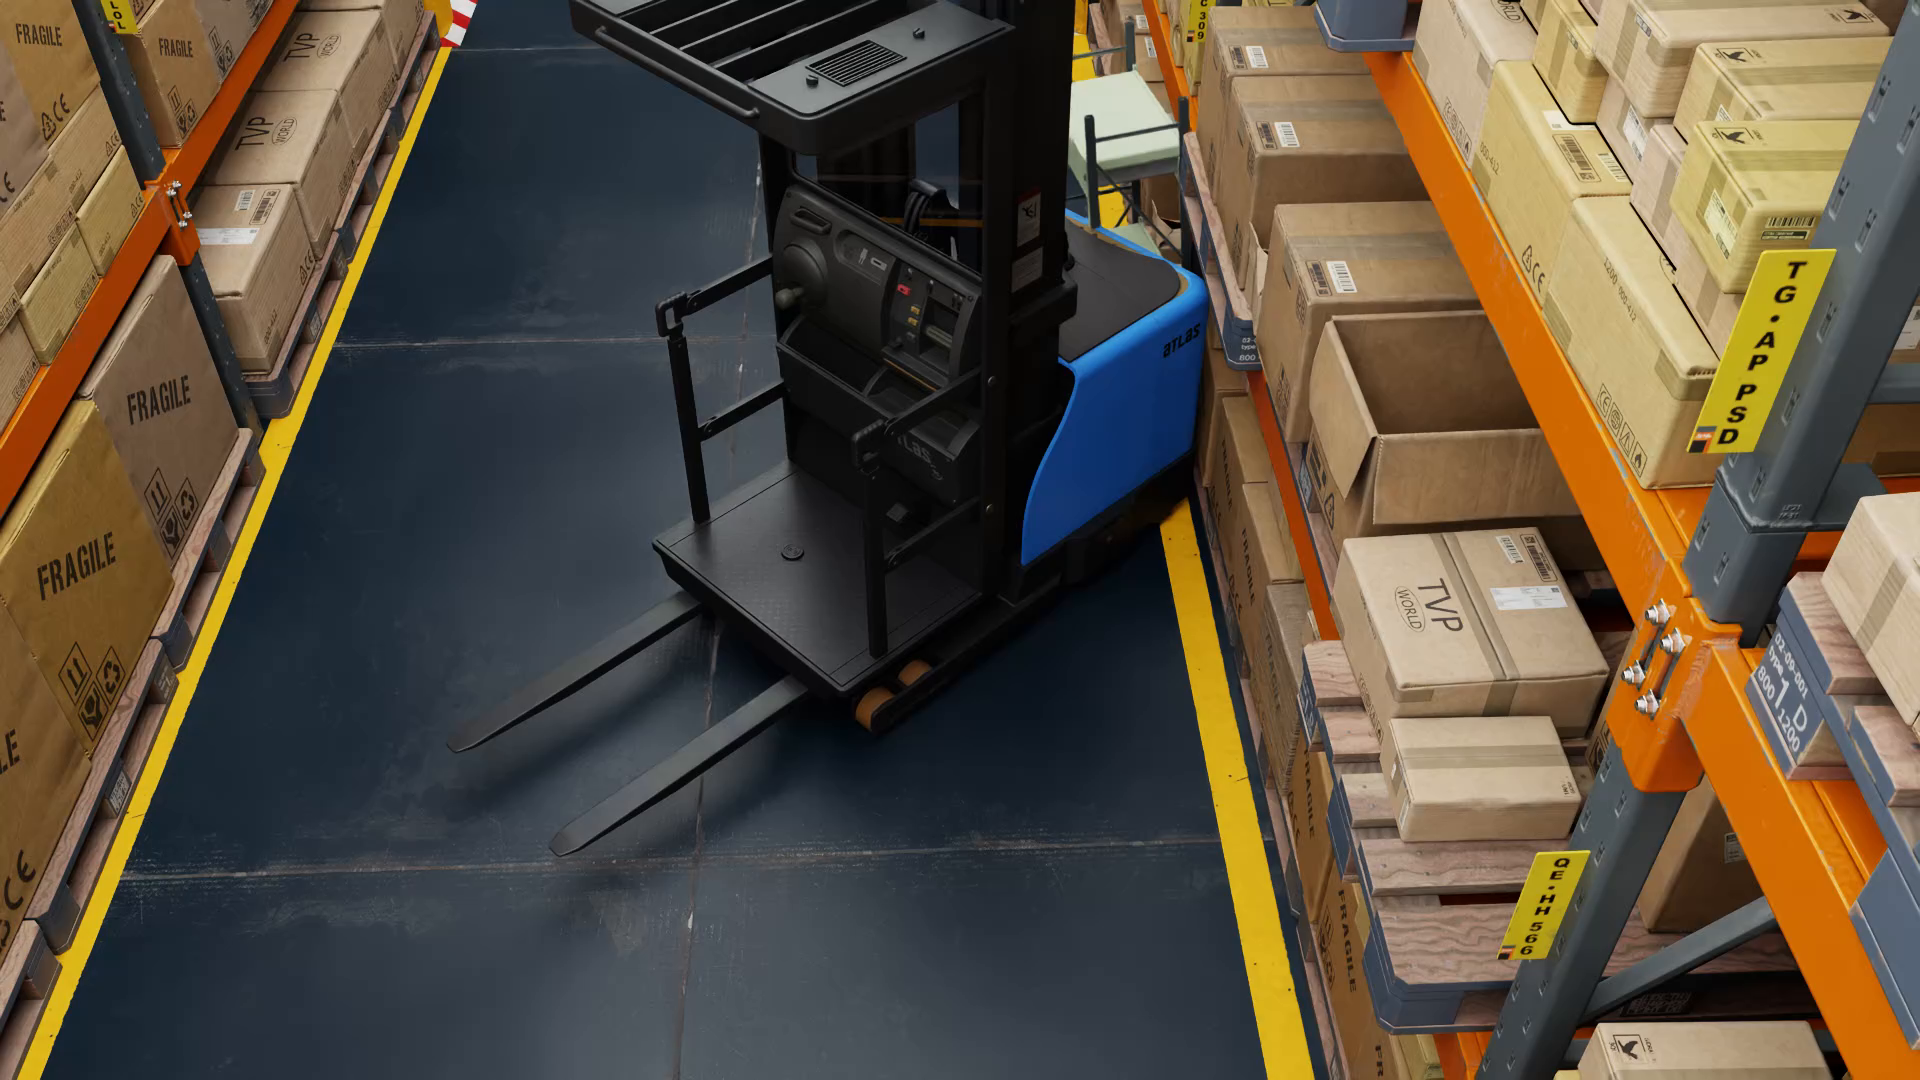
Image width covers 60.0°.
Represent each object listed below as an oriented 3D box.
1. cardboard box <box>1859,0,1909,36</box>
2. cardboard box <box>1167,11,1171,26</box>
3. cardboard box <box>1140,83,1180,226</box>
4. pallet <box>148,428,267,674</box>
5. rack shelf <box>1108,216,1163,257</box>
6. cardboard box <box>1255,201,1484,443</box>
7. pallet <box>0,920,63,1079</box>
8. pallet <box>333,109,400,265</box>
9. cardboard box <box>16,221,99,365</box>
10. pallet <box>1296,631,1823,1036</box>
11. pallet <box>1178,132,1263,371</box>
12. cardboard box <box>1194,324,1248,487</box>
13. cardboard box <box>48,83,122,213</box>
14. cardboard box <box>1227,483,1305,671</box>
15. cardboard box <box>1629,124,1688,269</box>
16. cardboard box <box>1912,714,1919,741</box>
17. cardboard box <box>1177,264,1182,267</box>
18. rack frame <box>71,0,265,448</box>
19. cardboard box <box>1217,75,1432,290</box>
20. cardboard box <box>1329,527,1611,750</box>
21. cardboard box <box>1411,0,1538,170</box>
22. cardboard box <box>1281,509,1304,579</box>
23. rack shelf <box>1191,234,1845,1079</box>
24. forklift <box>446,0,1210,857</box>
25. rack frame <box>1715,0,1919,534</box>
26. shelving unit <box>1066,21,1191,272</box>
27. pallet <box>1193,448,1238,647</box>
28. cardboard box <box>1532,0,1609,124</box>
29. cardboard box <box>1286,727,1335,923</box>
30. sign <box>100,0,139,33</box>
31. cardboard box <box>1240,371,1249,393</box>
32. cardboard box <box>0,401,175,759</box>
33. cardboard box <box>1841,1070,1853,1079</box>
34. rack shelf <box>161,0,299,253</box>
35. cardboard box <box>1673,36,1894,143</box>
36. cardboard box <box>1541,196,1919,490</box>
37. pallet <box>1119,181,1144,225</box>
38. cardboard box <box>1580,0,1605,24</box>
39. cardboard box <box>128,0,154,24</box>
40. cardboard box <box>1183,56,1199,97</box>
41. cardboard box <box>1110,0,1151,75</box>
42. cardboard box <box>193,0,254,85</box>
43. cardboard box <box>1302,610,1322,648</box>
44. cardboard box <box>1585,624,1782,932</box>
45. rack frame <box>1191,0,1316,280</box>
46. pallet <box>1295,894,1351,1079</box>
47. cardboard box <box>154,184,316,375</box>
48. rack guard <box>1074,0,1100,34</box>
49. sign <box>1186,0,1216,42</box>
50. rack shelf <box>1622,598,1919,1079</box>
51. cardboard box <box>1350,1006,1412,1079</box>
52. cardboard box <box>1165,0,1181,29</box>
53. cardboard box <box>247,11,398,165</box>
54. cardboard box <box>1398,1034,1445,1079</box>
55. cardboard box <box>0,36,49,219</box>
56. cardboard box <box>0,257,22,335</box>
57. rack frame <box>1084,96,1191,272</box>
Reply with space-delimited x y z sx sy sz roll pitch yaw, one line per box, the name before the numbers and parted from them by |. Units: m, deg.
cardboard box | 1.805 -1.042 3.043 0.380 0.149 0.250 0 43 0
cardboard box | 1.109 -2.304 7.229 0.380 0.149 0.250 -1 43 -1
cardboard box | 1.230 -1.900 8.142 0.700 0.500 0.500 -3 43 -3
pallet | -3.424 0.031 6.560 1.003 0.211 1.213 -2 43 -2
rack shelf | 0.697 -1.033 7.188 0.431 0.370 0.720 -12 41 -5
cardboard box | 1.280 -0.640 4.843 0.700 0.500 0.500 -2 43 -2
pallet | -3.320 1.678 4.763 1.003 0.211 1.213 -2 43 -2
pallet | -3.541 -1.829 8.589 1.003 0.211 1.213 -2 43 -2
cardboard box | -3.240 -0.821 5.536 0.500 0.250 0.500 -2 43 -2
pallet | 1.498 0.655 3.957 1.213 0.211 1.003 -2 43 -2
pallet | 1.352 -1.047 5.815 1.003 0.211 1.213 -2 43 -2
cardboard box | 1.223 -0.561 6.681 0.500 0.500 0.500 0 43 0
cardboard box | -3.270 -1.354 5.748 0.500 0.250 0.500 -2 43 -2
cardboard box | 1.272 0.135 5.921 0.500 0.500 0.500 -3 43 -3
cardboard box | 1.350 -0.565 2.743 0.380 0.149 0.250 -3 43 -3
cardboard box | 1.384 0.202 1.631 0.500 0.500 0.500 -1 43 -1
cardboard box | 1.110 -1.132 7.564 0.380 0.149 0.250 -3 43 -3
rack frame | -3.532 -1.515 6.183 1.000 3.000 0.127 -2 43 -2
cardboard box | 1.246 -1.170 5.421 0.700 0.500 0.500 -1 43 -1
cardboard box | 1.229 0.237 4.071 0.500 0.250 0.500 -3 43 -4
cardboard box | 1.289 -1.027 3.542 0.500 0.250 0.500 -2 43 -2
cardboard box | 1.295 -0.003 5.593 0.380 0.149 0.250 0 43 0
rack shelf | 1.512 -0.045 5.112 1.077 0.370 4.000 -2 43 -2
forklift | -0.443 -0.784 5.436 3.031 2.935 1.130 -34 52 -31
rack frame | 1.597 -1.172 1.368 1.000 3.000 0.127 -2 43 -2
shelving unit | 0.664 -1.279 6.977 0.431 1.500 0.755 -12 41 -5
pallet | 1.499 -0.084 6.686 1.003 0.211 1.213 -2 43 -2
cardboard box | 1.310 -0.910 3.119 0.380 0.149 0.250 -2 43 -2
cardboard box | 1.329 0.836 5.157 0.500 0.500 0.500 0 43 0
sign | -2.990 -1.935 5.843 0.100 0.325 0.005 -2 43 -2
cardboard box | 1.266 -0.698 6.351 0.380 0.149 0.250 -3 43 -3
cardboard box | -3.379 0.139 5.640 0.875 0.875 0.875 -1 43 -1
cardboard box | 1.894 1.206 2.955 0.500 0.250 0.500 -1 43 -1
rack shelf | -3.617 -2.600 7.900 1.077 0.370 4.000 -2 43 -2
cardboard box | 1.381 -0.671 2.638 0.380 0.149 0.250 -3 43 -3
cardboard box | 1.333 -0.350 2.803 0.500 0.250 0.500 -3 43 -3
pallet | 1.344 -1.922 8.690 1.003 0.211 1.213 -2 43 -2
cardboard box | 1.351 -1.022 3.021 0.380 0.149 0.250 -2 43 -2
cardboard box | -3.310 -2.249 6.170 0.500 0.500 0.500 -1 43 -2
cardboard box | 1.129 -1.951 6.845 0.380 0.149 0.250 -1 43 -1
cardboard box | 1.186 -2.600 8.906 0.700 0.500 0.500 0 43 0
cardboard box | -3.307 -2.216 6.874 0.500 0.500 0.500 -1 43 -2
cardboard box | 1.295 0.345 5.212 0.380 0.149 0.250 -4 43 -4
cardboard box | 1.731 0.496 3.604 0.500 0.500 0.500 0 43 0
rack frame | 1.427 -1.660 6.342 1.000 3.000 0.127 -2 43 -2
pallet | 1.603 1.563 4.889 1.003 0.211 1.213 -2 43 -2
cardboard box | -3.451 -1.153 7.373 0.875 0.438 0.875 -2 43 -2
rack guard | 1.261 -3.388 10.076 1.175 0.500 0.348 -2 43 -2
sign | 0.885 -1.959 6.026 0.100 0.325 0.005 -2 43 -2
rack shelf | 1.682 1.550 1.152 1.077 0.370 4.000 -2 43 -2
cardboard box | 1.364 1.527 4.403 0.500 0.500 0.500 -1 43 -1
cardboard box | 1.126 -2.389 7.028 0.500 0.250 0.500 -2 43 -2
cardboard box | -3.527 -2.366 8.697 0.875 0.438 0.875 -1 43 -1
cardboard box | 1.323 1.241 4.235 0.380 0.149 0.250 -4 43 -4
cardboard box | -3.233 -1.277 5.110 0.500 0.500 0.500 -1 43 -1
cardboard box | -3.214 -0.667 4.999 0.500 0.250 0.500 -1 43 -1
rack frame | 0.737 -1.051 6.700 0.400 1.500 0.023 -12 41 -5
